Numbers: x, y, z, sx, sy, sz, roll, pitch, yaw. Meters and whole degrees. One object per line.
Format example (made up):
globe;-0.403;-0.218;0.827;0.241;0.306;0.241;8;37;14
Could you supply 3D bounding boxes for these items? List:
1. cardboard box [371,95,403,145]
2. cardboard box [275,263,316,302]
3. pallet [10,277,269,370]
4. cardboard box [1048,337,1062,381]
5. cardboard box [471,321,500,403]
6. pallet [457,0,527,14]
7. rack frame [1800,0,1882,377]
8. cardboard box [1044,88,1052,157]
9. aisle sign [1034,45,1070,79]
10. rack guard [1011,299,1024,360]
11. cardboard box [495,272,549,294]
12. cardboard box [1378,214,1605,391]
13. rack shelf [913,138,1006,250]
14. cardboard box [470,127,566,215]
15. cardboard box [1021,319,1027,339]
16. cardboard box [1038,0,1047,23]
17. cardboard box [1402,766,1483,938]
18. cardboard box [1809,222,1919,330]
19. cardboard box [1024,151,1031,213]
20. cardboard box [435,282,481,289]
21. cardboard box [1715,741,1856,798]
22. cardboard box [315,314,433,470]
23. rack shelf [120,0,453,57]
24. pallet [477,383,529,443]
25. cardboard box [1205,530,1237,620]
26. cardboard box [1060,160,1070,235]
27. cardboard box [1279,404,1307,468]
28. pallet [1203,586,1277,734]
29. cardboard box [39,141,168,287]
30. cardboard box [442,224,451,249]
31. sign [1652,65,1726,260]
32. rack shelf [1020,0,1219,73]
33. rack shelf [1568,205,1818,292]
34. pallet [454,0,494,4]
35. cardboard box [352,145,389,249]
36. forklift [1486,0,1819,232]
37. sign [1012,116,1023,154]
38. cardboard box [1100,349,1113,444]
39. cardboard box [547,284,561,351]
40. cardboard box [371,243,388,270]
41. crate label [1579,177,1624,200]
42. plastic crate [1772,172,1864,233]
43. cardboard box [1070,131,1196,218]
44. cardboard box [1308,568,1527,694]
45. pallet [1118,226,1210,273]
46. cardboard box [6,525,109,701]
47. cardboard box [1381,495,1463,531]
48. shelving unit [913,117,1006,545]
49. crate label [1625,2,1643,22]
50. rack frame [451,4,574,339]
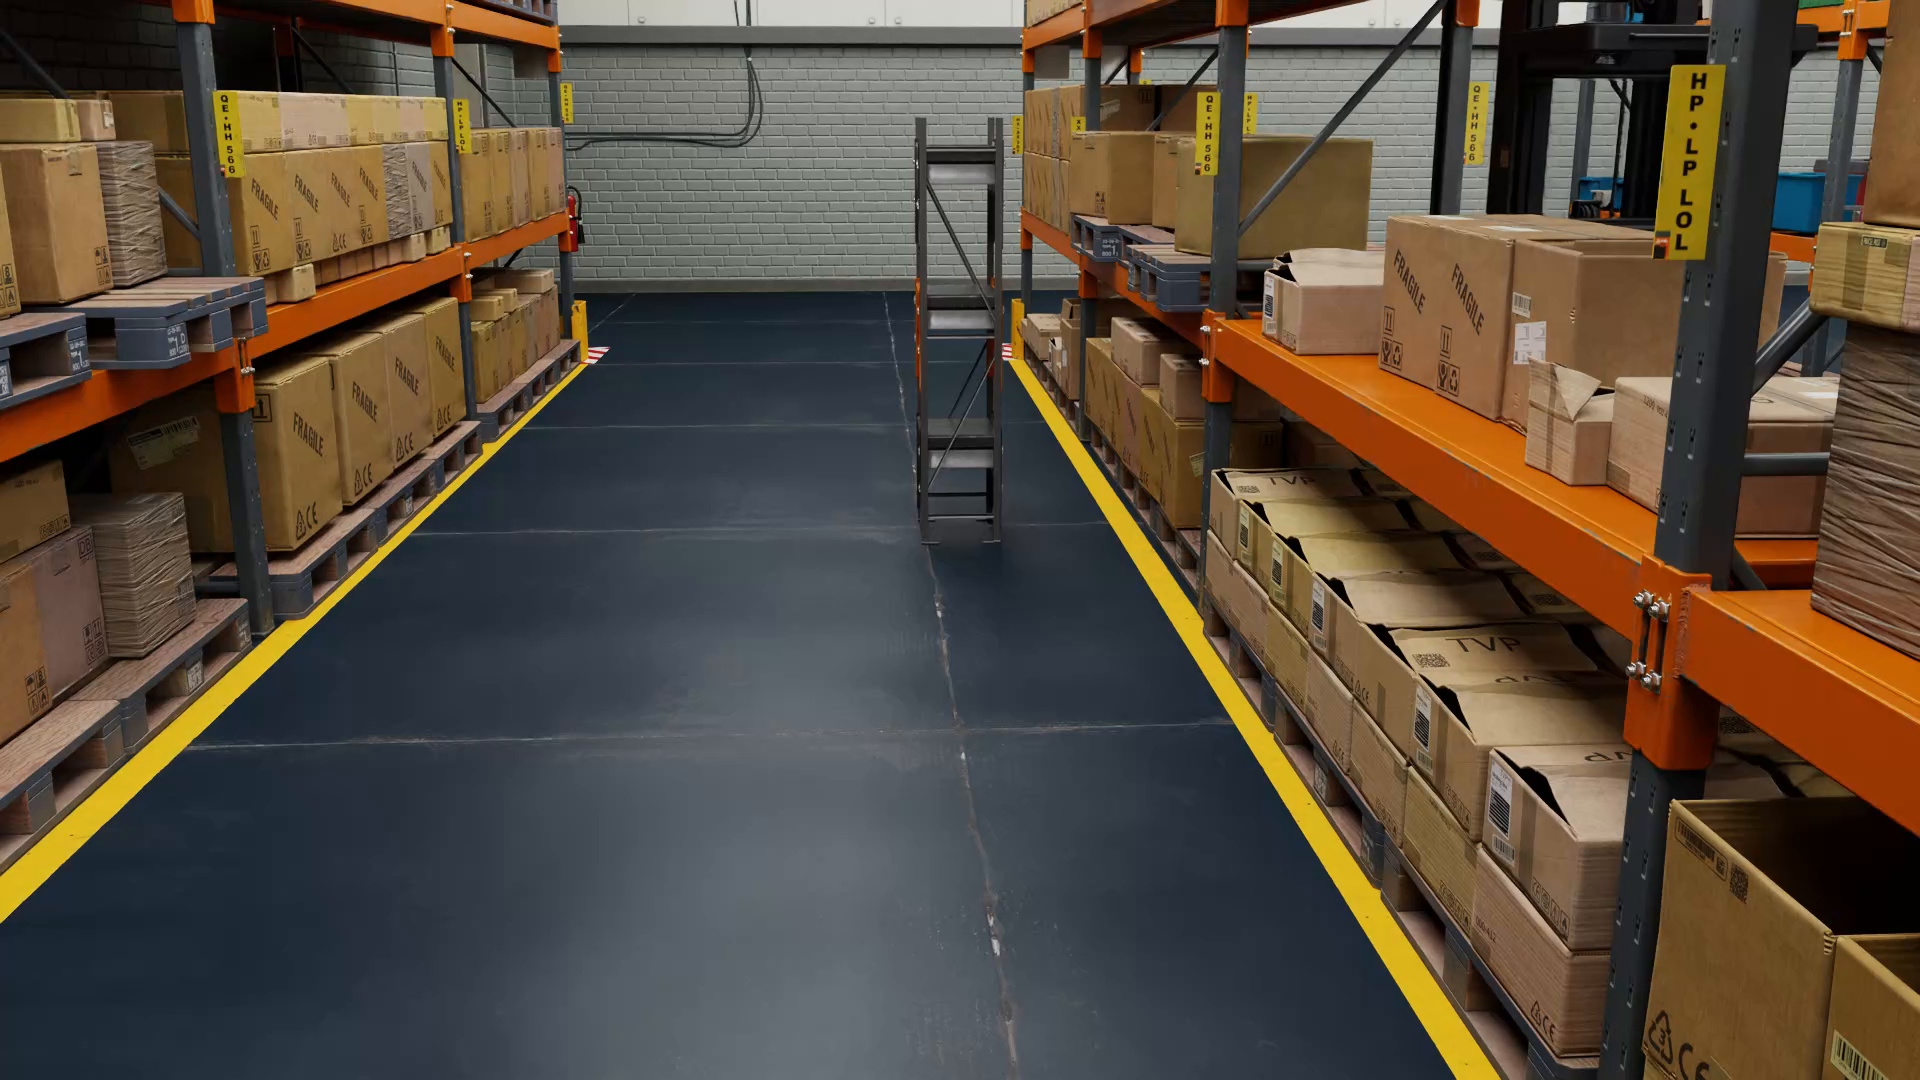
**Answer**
cardboard box;-3.309;-2.245;8.887;0.500;0.250;0.500;-1;14;-2
cardboard box;-3.128;-1.154;7.458;0.380;0.149;0.250;0;14;-2
pallet;-3.249;-0.782;5.932;1.213;0.211;1.003;-1;14;-3
cardboard box;0.932;-1.358;12.297;0.500;0.311;0.500;-1;14;-3
cardboard box;-3.591;-1.226;11.445;0.700;0.500;0.500;-1;14;-3
pallet;-3.760;-3.962;12.062;1.003;0.211;1.213;-1;14;-3
rack frame;6.241;-2.199;11.051;1.000;3.000;0.127;-1;14;-3
cardboard box;0.911;-3.155;12.563;0.500;0.500;0.500;-1;14;-4
aisle sign;0.751;-4.389;14.349;0.394;0.787;0.004;-1;14;-3
rack guard;1.053;-1.888;14.862;1.175;0.500;0.348;-1;14;-3
cardboard box;-3.546;-2.082;13.471;0.380;0.149;0.250;0;14;-2
cardboard box;1.665;-0.760;5.258;0.500;0.500;0.500;-2;15;-6
rack shelf;-0.010;-1.723;8.254;0.431;0.518;0.480;-1;14;-3
cardboard box;-3.854;-3.059;13.794;0.980;0.700;0.700;0;14;-1
cardboard box;0.732;-1.841;14.499;0.380;0.149;0.250;-1;14;-3
cardboard box;0.878;-4.117;12.790;0.500;0.250;0.500;-1;14;-3
cardboard box;1.448;0.770;4.188;0.500;0.250;0.500;-1;14;-4
cardboard box;1.616;-0.426;2.660;0.380;0.149;0.250;-1;14;-4
cardboard box;0.813;-3.052;14.167;0.500;0.500;0.500;-1;14;-2
cardboard box;-3.879;-1.887;12.714;0.380;0.149;0.250;-1;14;-3
cardboard box;2.015;0.617;3.660;0.500;0.311;0.500;-1;14;-3
cardboard box;-3.419;-0.827;9.193;0.750;0.750;0.750;0;14;-2
rack shelf;-3.523;-2.652;8.240;1.077;0.370;4.000;-1;14;-3
pallet;-3.616;-0.885;11.544;1.003;0.211;1.213;-1;14;-3
cardboard box;1.284;0.135;6.658;0.500;0.250;0.500;-1;14;-4
cardboard box;0.976;-2.420;11.711;0.500;0.500;0.500;0;14;-2
cardboard box;1.763;-0.378;8.111;0.500;0.500;0.500;-1;14;-5
pallet;1.556;0.428;6.441;1.003;0.211;1.213;-1;14;-3
cardboard box;-3.360;-1.196;6.070;0.700;0.500;0.500;-3;15;-10
cardboard box;-3.344;-1.854;10.176;0.380;0.149;0.250;-1;14;-3
sign;1.251;-0.645;2.849;0.100;0.325;0.005;-1;14;-3
rack shelf;1.173;-3.725;12.407;1.077;0.370;4.000;-1;14;-3
rack shelf;6.117;-2.348;13.074;1.077;0.370;4.000;-1;14;-3
pallet;-3.688;-3.659;10.886;1.003;0.211;1.213;-1;14;-3
cardboard box;-3.267;-1.761;8.513;0.500;0.500;0.500;0;14;-2
forklift;3.177;-1.350;7.889;1.130;2.935;3.031;-2;15;-7
sign;0.507;-3.529;14.484;0.100;0.325;0.005;-1;14;-3
cardboard box;1.127;-0.869;10.017;0.500;0.500;0.500;-1;14;-3
cardboard box;-3.752;-1.861;13.912;0.700;0.500;0.500;-1;14;-3
cardboard box;-3.309;-1.537;8.945;0.380;0.149;0.250;-1;14;-5
crate label;5.680;-3.075;14.673;0.416;0.233;0.303;-1;14;-3
plastic crate;5.871;-2.331;11.477;0.392;0.384;0.575;-1;14;-3
cardboard box;1.103;-2.254;10.222;0.700;0.500;0.500;-6;16;-22
cardboard box;1.386;0.249;5.091;0.500;0.311;0.500;-1;14;-4
pallet;1.419;-1.519;8.795;1.003;0.211;1.213;-1;14;-3
cardboard box;-3.387;0.255;5.649;0.700;0.500;0.500;-1;14;-4
cardboard box;1.861;-0.016;6.118;0.500;0.311;0.500;-1;14;-4
shelving unit;-0.010;-1.058;8.425;0.431;2.100;0.503;-1;14;-3
crate label;5.727;-4.340;13.651;0.408;0.251;0.502;-1;14;-3
rack frame;-3.895;-3.040;14.323;1.000;3.000;0.127;-1;14;-3
